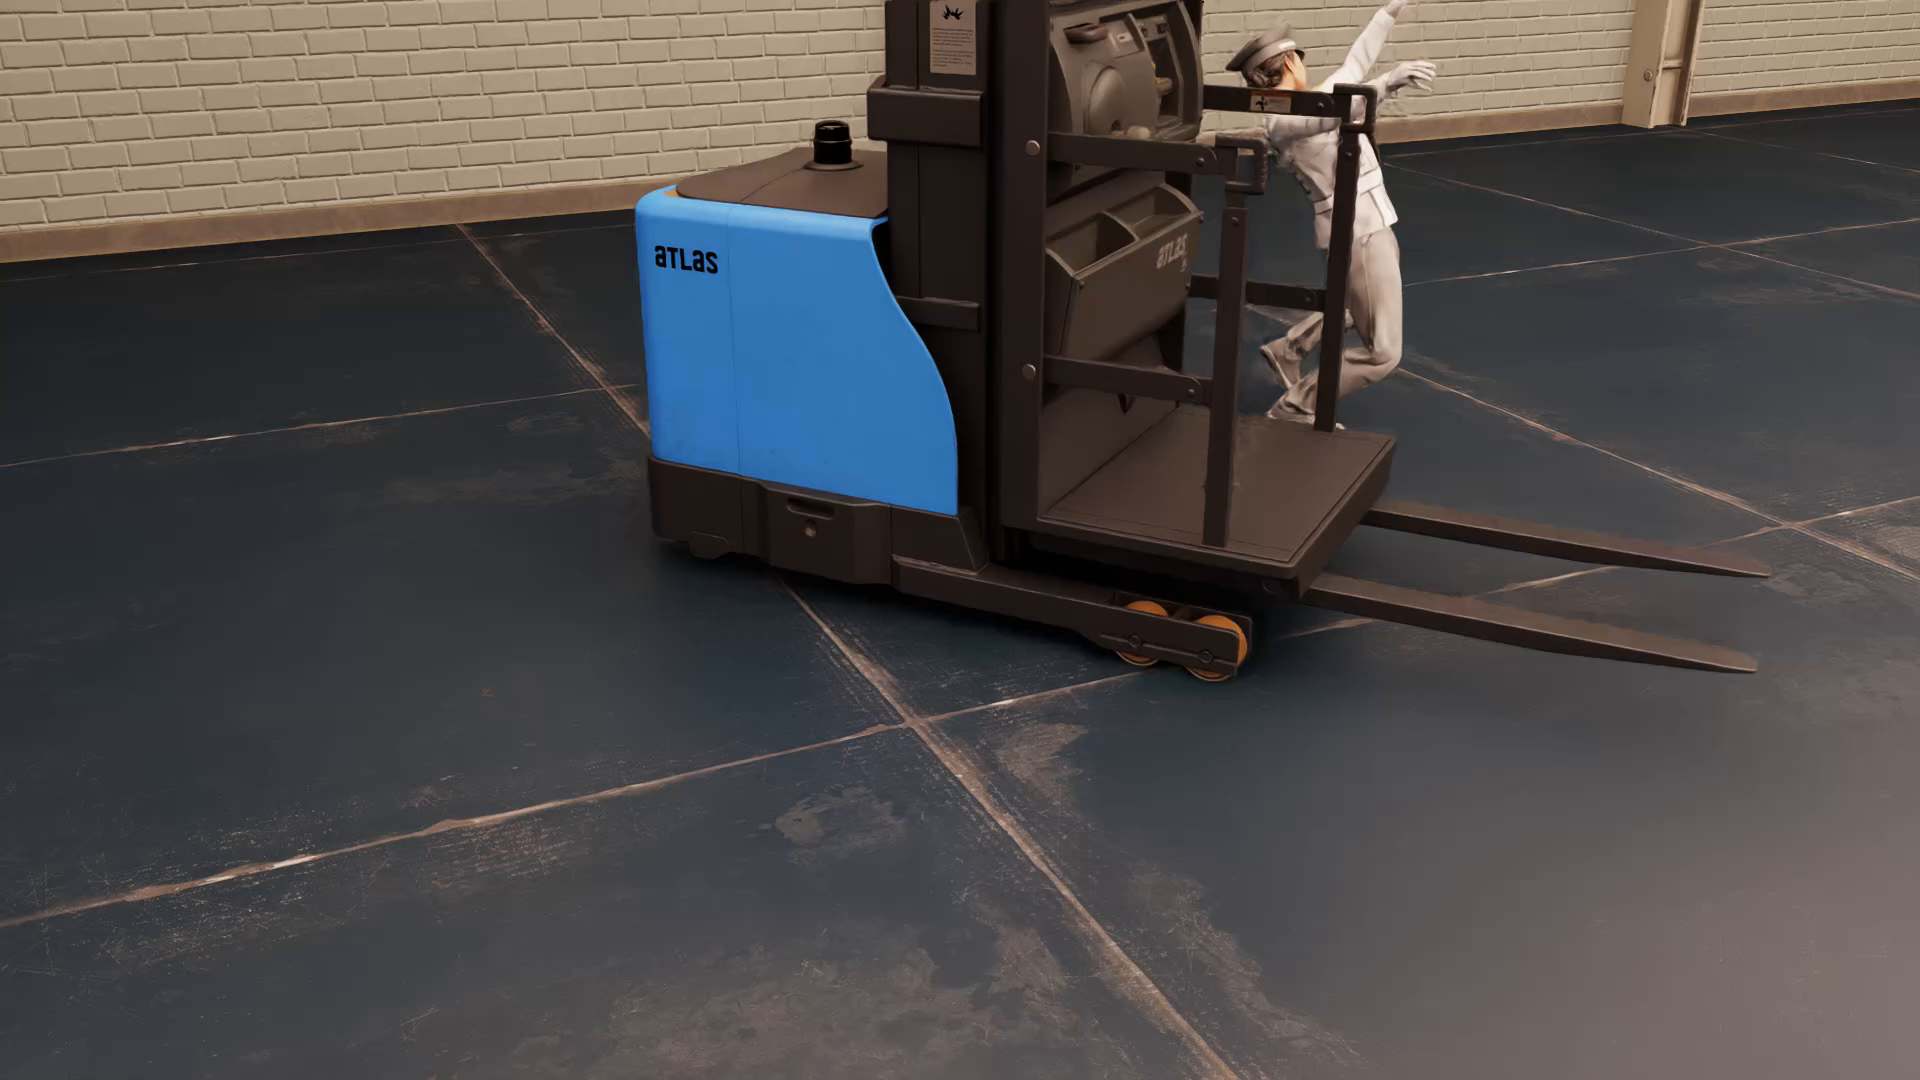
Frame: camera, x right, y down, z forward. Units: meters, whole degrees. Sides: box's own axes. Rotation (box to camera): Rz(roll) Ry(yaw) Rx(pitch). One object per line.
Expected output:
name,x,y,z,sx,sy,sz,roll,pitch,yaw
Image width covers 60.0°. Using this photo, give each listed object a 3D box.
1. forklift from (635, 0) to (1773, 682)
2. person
forklift,0.625,-1.225,4.235,3.031,2.935,1.130,11,25,25
person,1.215,-1.085,5.680,0.683,1.549,0.946,4,23,9
